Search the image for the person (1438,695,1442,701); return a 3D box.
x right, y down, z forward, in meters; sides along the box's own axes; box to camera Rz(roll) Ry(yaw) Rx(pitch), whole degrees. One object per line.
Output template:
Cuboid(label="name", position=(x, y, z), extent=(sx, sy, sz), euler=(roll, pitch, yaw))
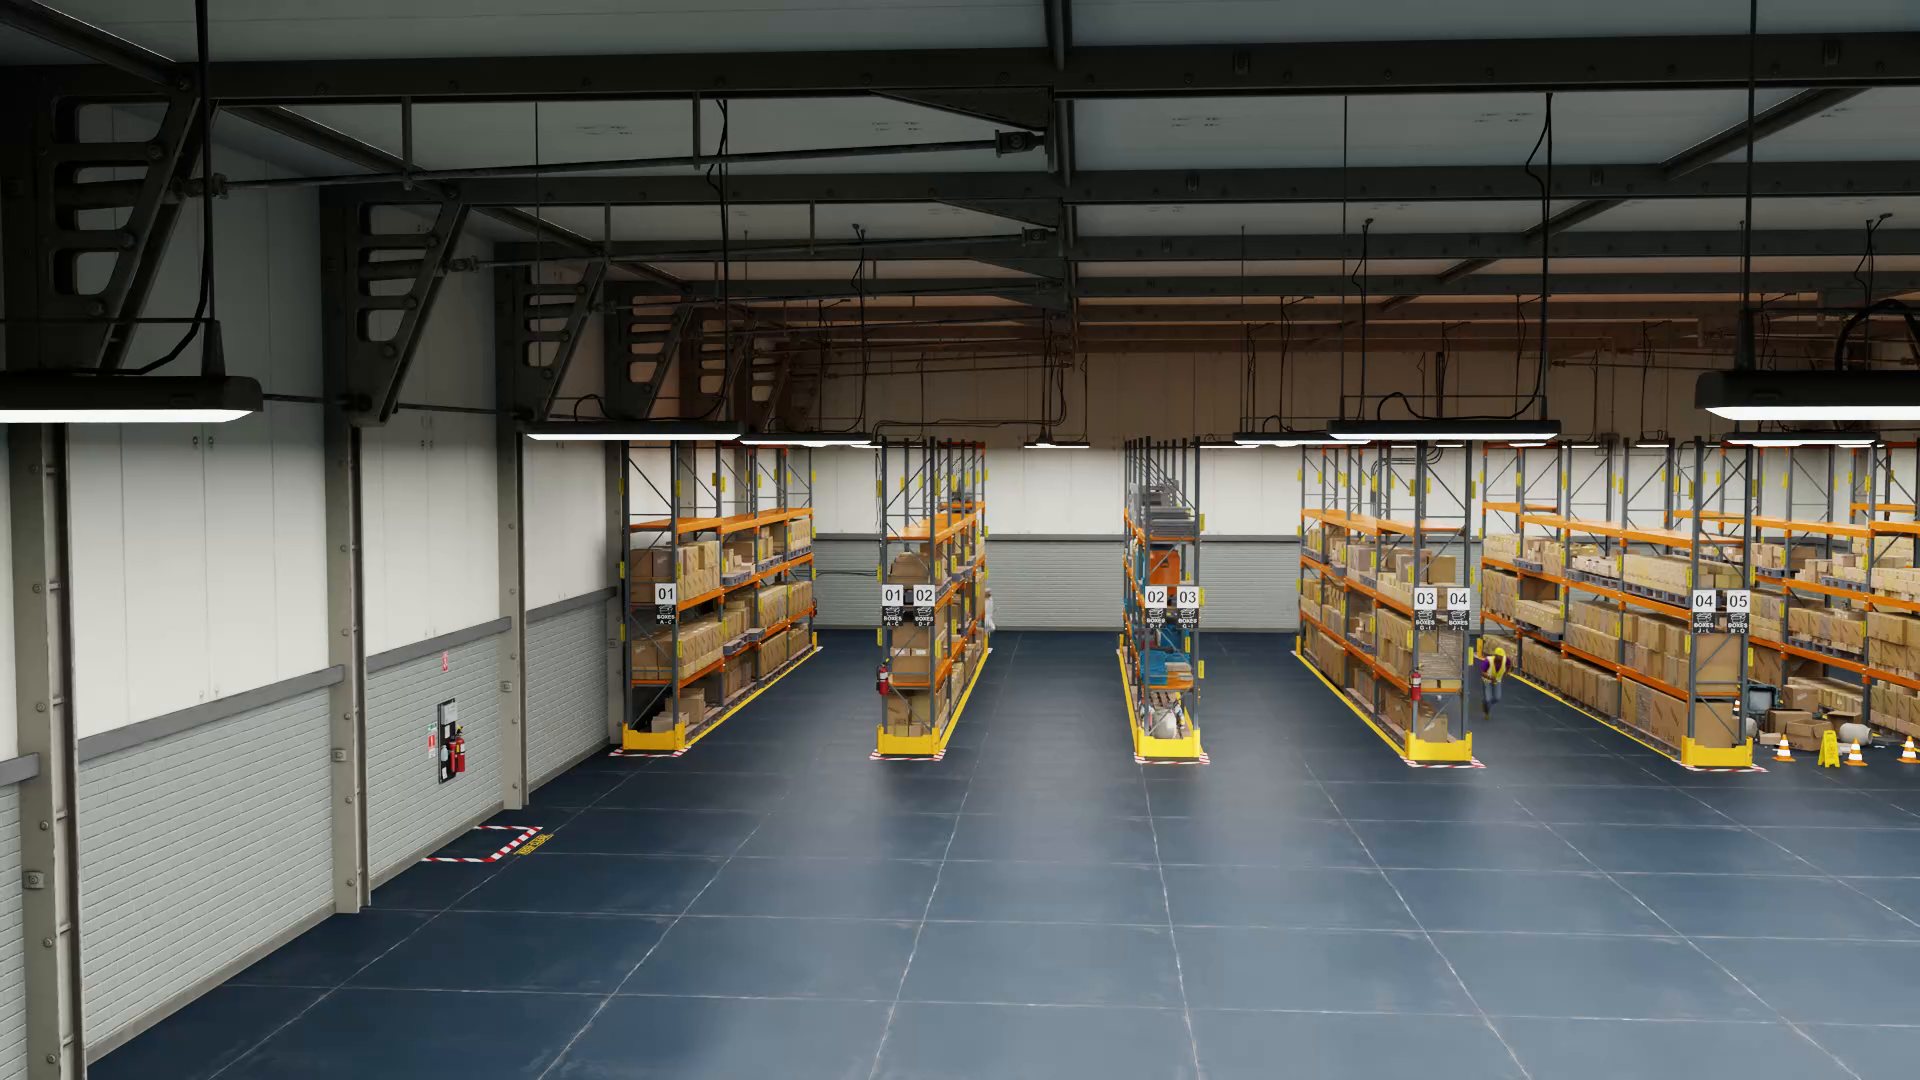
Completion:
Cuboid(label="person", position=(11.056, 2.896, 38.565), extent=(0.553, 1.572, 0.811), euler=(1, 3, 10))

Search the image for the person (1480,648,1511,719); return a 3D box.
Cuboid(label="person", position=(11.406, 3.032, 35.377), extent=(0.728, 1.538, 0.799), euler=(0, 3, -7))

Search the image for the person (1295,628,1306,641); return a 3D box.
Cuboid(label="person", position=(10.230, 2.270, 48.357), extent=(1.134, 1.837, 0.650), euler=(3, 4, 41))

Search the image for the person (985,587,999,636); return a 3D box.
Cuboid(label="person", position=(0.800, 2.246, 48.496), extent=(0.662, 1.739, 0.657), euler=(2, 4, 30))
